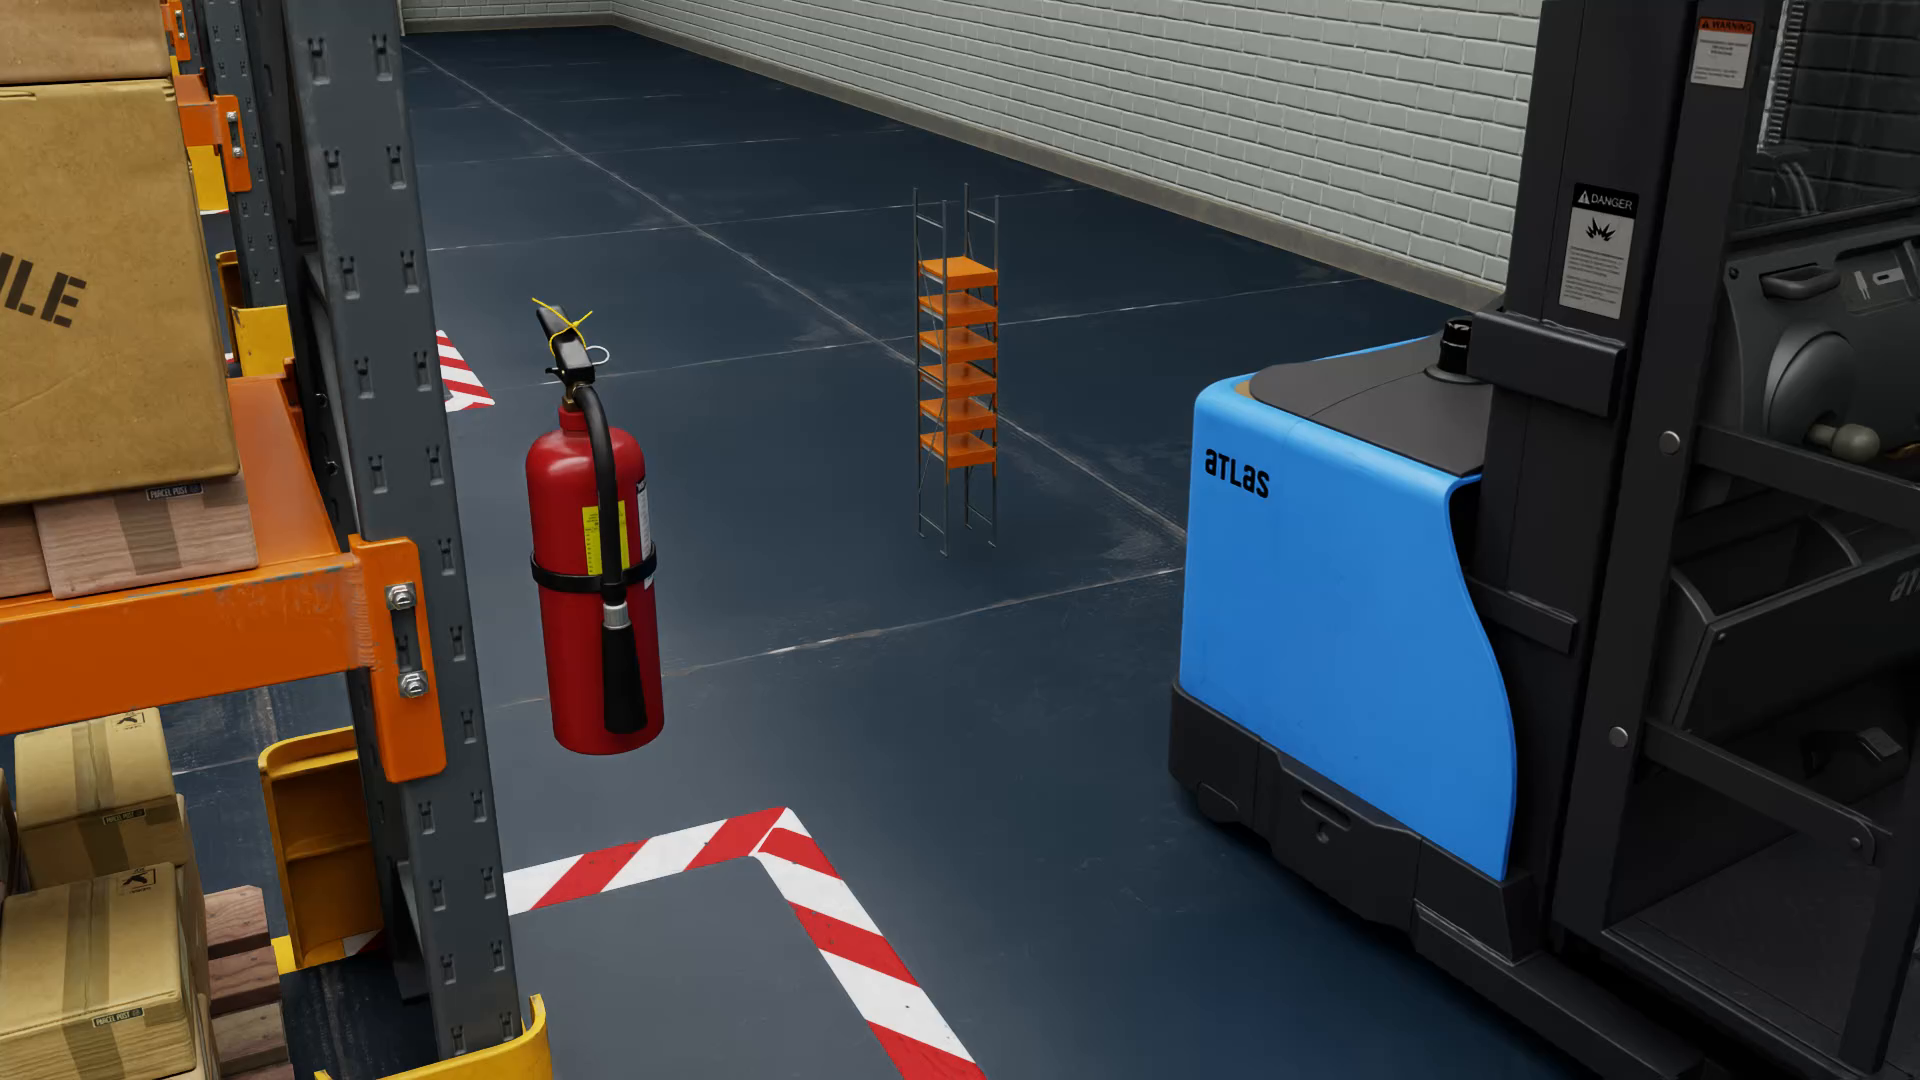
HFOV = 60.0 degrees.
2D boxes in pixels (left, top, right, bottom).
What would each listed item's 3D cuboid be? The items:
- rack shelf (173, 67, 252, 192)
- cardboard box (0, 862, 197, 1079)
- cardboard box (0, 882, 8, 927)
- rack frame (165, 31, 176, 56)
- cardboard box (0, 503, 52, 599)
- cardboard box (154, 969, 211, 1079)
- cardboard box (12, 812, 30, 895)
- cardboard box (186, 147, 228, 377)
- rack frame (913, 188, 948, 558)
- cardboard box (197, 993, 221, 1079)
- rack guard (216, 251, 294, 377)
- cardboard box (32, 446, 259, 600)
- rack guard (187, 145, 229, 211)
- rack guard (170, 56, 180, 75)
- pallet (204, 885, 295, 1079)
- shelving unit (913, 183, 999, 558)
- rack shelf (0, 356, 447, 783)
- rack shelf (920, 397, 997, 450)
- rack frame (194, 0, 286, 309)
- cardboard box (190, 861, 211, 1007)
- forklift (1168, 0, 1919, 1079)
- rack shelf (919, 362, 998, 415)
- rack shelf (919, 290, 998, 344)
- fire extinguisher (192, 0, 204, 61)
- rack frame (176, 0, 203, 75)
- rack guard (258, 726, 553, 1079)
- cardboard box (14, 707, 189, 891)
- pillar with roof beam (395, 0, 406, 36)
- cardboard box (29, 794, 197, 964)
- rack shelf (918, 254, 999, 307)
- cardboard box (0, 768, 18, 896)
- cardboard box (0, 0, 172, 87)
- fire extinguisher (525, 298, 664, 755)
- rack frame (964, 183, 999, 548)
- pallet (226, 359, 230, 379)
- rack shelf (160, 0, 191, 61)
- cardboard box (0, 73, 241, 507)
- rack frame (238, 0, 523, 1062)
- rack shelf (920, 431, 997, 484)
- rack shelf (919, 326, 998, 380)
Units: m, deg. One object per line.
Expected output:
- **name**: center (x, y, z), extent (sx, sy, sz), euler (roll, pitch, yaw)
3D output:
- **rack shelf**: center (-4.833, -1.402, 6.157), extent (4.000, 0.370, 1.077), euler (-10, 25, -24)
- **cardboard box**: center (-1.338, 0.683, 2.579), extent (0.250, 0.149, 0.380), euler (-10, 25, -23)
- **cardboard box**: center (-1.589, 0.705, 2.526), extent (0.250, 0.149, 0.380), euler (-10, 24, -23)
- **rack frame**: center (-7.324, -5.481, 15.070), extent (0.127, 3.000, 1.000), euler (-10, 25, -24)
- **cardboard box**: center (-1.383, -0.045, 2.264), extent (0.250, 0.149, 0.380), euler (-10, 25, -24)
- **cardboard box**: center (-1.323, 0.831, 2.610), extent (0.250, 0.149, 0.380), euler (-11, 25, -25)
- **cardboard box**: center (-1.826, 0.670, 3.000), extent (0.250, 0.149, 0.380), euler (-11, 25, -24)
- **cardboard box**: center (-3.573, -1.145, 6.824), extent (0.875, 0.875, 0.875), euler (-10, 25, -24)
- **rack frame**: center (-0.095, -0.537, 5.478), extent (0.006, 1.200, 0.240), euler (-10, 25, -24)
- **cardboard box**: center (-1.355, 0.942, 2.731), extent (0.250, 0.149, 0.380), euler (-10, 25, -23)
- **rack guard**: center (-3.010, -0.916, 7.308), extent (0.348, 0.500, 1.175), euler (-10, 25, -24)
- **cardboard box**: center (-1.142, -0.073, 2.333), extent (0.250, 0.149, 0.380), euler (-10, 25, -24)
- **rack guard**: center (-5.163, -2.627, 11.443), extent (0.348, 0.500, 1.175), euler (-10, 25, -24)
- **rack guard**: center (-7.393, -4.314, 15.517), extent (0.348, 0.500, 1.175), euler (-10, 25, -24)
- **pallet**: center (-1.787, 1.083, 2.857), extent (1.213, 0.211, 1.003), euler (-10, 25, -24)
- **shelving unit**: center (-0.013, -0.552, 5.515), extent (0.189, 1.200, 0.258), euler (-10, 25, -24)
- **rack shelf**: center (-2.773, 0.324, 1.987), extent (4.000, 0.370, 1.077), euler (-10, 25, -24)
- **rack shelf**: center (-0.013, -0.400, 5.578), extent (0.180, 0.103, 0.258), euler (-10, 25, -24)
- **rack frame**: center (-3.031, -2.067, 6.821), extent (0.127, 3.000, 1.000), euler (-10, 25, -24)
- **cardboard box**: center (-1.582, 0.759, 3.172), extent (0.250, 0.149, 0.380), euler (-10, 24, -23)
- **forklift**: center (1.745, -0.349, 2.761), extent (1.130, 2.935, 3.031), euler (-14, 26, -30)
- **rack shelf**: center (-0.013, -0.511, 5.532), extent (0.180, 0.103, 0.258), euler (-10, 25, -24)
- **rack shelf**: center (-0.013, -0.733, 5.440), extent (0.180, 0.103, 0.258), euler (-10, 25, -24)
- **fire extinguisher**: center (-4.846, -3.434, 10.712), extent (0.183, 0.674, 0.296), euler (-10, 25, -24)
- **rack frame**: center (-5.179, -3.773, 10.944), extent (0.127, 3.000, 1.000), euler (-10, 25, -24)
- **rack guard**: center (-1.040, 0.827, 3.098), extent (0.348, 0.500, 1.175), euler (-10, 25, -24)
- **cardboard box**: center (-1.591, 0.478, 3.075), extent (0.250, 0.149, 0.380), euler (-12, 25, -26)
- **pillar with roof beam**: center (-5.551, -9.222, 16.263), extent (0.400, 9.000, 9.100), euler (-10, 25, -24)
- **cardboard box**: center (-1.555, 0.644, 3.062), extent (0.250, 0.149, 0.380), euler (-9, 24, -21)
- **rack shelf**: center (-0.013, -0.844, 5.394), extent (0.180, 0.103, 0.258), euler (-10, 25, -24)
- **cardboard box**: center (-1.787, 0.565, 2.864), extent (0.250, 0.149, 0.380), euler (-10, 24, -23)
- **cardboard box**: center (-1.276, -0.824, 1.993), extent (0.500, 0.500, 0.500), euler (-11, 25, -25)
- **fire extinguisher**: center (-0.544, -0.015, 2.453), extent (0.183, 0.674, 0.296), euler (-10, 25, -24)
- **rack frame**: center (0.069, -0.567, 5.551), extent (0.006, 1.200, 0.240), euler (-10, 25, -24)
- **pallet**: center (-3.718, -0.619, 6.968), extent (1.213, 0.211, 1.003), euler (-10, 25, -24)
- **rack shelf**: center (-6.981, -3.109, 10.280), extent (4.000, 0.370, 1.077), euler (-10, 25, -24)
- **cardboard box**: center (-1.264, -0.361, 2.180), extent (0.500, 0.500, 0.500), euler (-10, 24, -23)
- **rack frame**: center (-0.971, -0.340, 2.651), extent (0.127, 3.000, 1.000), euler (-10, 25, -24)
- **rack shelf**: center (-0.013, -0.289, 5.624), extent (0.180, 0.103, 0.258), euler (-10, 25, -24)
- **rack shelf**: center (-0.013, -0.622, 5.486), extent (0.180, 0.103, 0.258), euler (-10, 25, -24)
